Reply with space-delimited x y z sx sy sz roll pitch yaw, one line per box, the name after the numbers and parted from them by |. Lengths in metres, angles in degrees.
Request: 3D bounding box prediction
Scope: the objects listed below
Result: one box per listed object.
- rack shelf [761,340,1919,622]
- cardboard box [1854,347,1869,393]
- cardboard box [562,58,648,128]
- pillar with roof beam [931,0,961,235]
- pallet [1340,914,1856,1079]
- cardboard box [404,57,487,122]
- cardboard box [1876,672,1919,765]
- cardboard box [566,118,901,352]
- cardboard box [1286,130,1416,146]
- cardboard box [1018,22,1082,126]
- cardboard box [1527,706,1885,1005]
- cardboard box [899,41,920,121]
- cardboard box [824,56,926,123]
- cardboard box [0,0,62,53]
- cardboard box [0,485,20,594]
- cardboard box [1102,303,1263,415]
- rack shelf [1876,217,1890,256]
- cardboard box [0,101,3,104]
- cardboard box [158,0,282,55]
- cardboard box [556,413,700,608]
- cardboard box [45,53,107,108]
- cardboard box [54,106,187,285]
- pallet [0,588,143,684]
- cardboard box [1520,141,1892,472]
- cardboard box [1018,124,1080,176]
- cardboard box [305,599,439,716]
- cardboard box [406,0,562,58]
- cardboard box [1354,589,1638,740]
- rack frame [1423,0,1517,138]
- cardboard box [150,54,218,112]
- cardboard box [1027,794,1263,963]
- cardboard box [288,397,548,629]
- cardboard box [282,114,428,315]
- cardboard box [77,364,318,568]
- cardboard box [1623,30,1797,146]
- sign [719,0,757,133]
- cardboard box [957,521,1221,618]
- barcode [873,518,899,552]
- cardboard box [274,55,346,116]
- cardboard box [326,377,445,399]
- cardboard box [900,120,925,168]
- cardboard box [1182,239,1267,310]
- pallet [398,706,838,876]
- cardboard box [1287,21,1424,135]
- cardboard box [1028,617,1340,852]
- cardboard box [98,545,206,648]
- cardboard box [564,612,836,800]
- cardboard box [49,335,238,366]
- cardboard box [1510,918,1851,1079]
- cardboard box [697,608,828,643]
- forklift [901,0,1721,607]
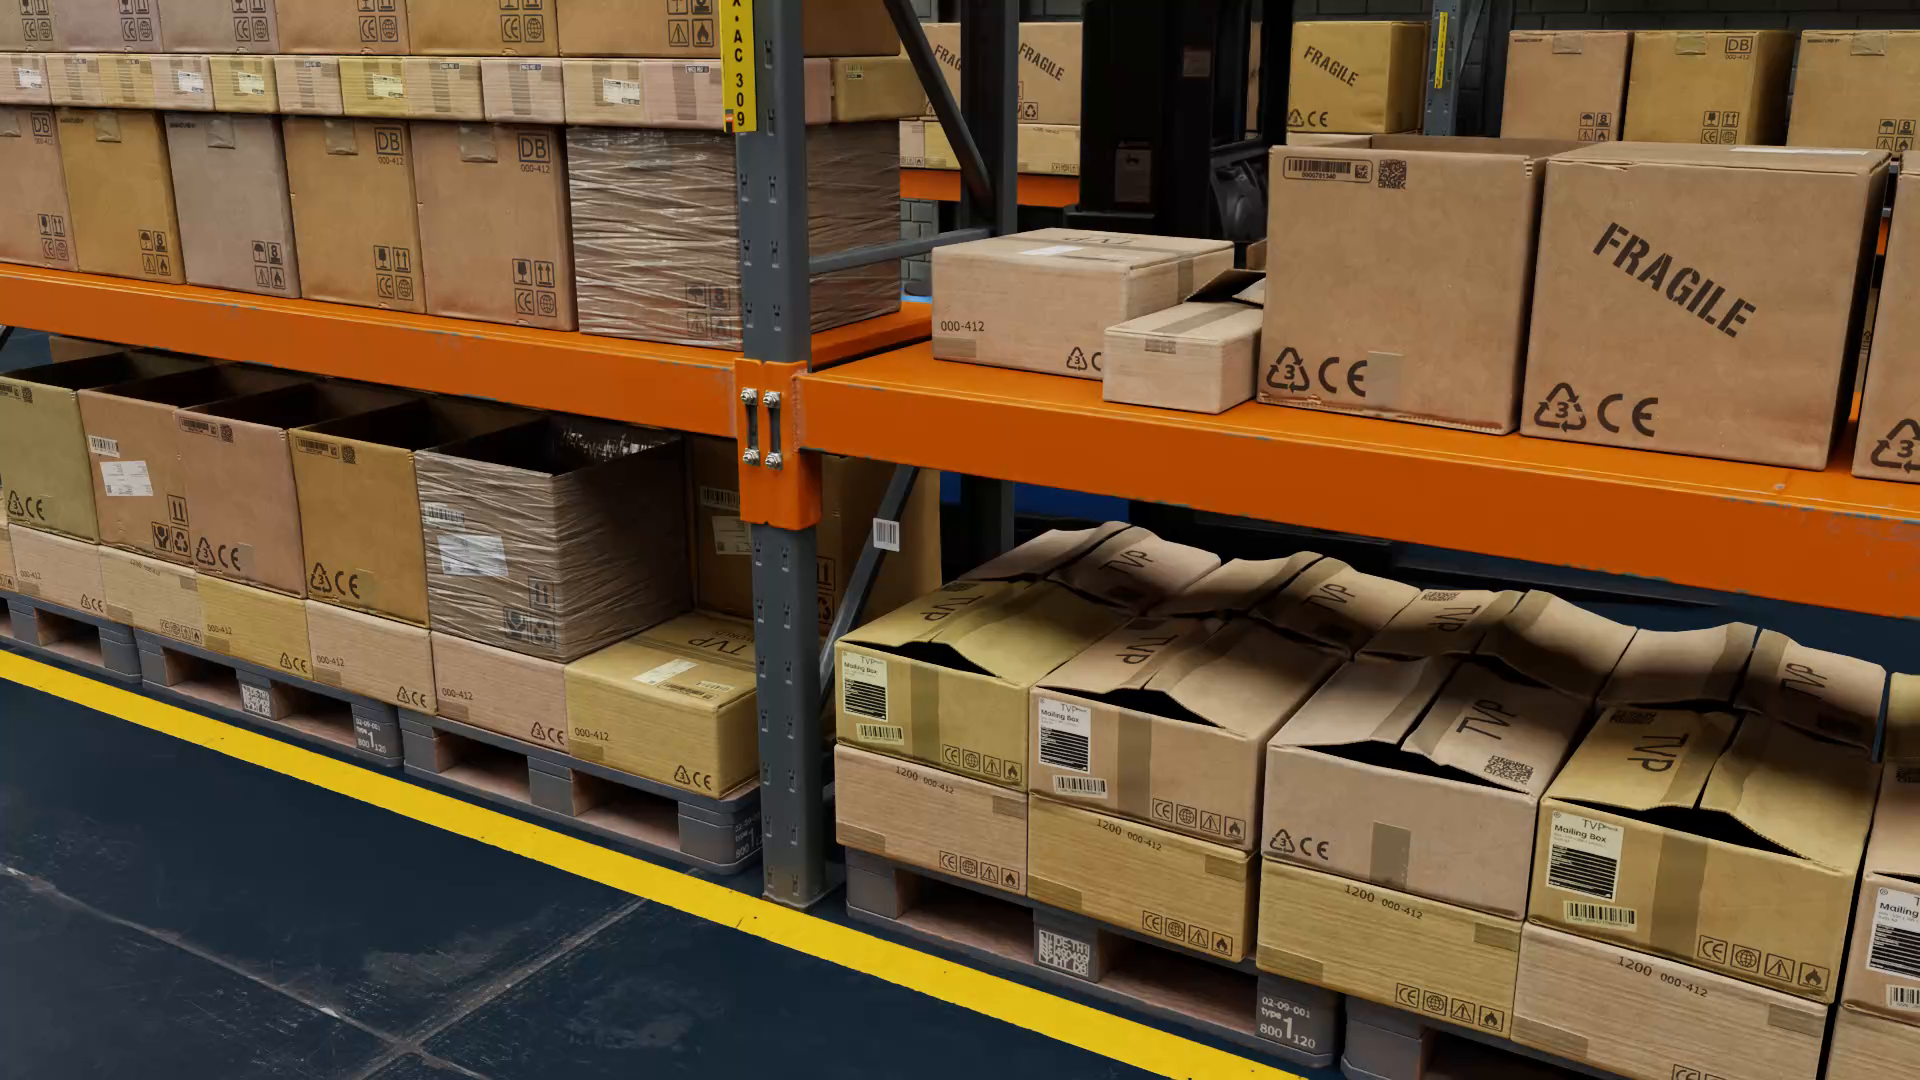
1.543 -0.031 3.061 4.000 0.370 1.077 10 20 30 | rack shelf
3.944 -0.660 7.437 0.500 0.500 0.700 10 20 31 | cardboard box
-0.715 -1.064 3.936 0.250 0.149 0.380 10 19 29 | cardboard box
-2.185 -4.428 5.975 0.400 9.000 9.100 10 20 30 | pillar with roof beam
1.530 0.942 3.416 1.213 0.211 1.003 10 20 30 | pallet
-1.164 -1.143 4.196 0.250 0.149 0.380 10 20 30 | cardboard box
2.069 0.467 3.228 0.500 0.311 0.500 10 19 29 | cardboard box
-0.543 -0.794 4.161 0.500 0.500 0.700 10 19 29 | cardboard box
1.866 -1.842 8.008 0.500 0.250 0.500 10 20 30 | cardboard box
0.568 -2.432 8.660 0.500 0.500 0.500 11 20 32 | cardboard box
1.371 0.525 3.037 0.500 0.311 0.500 11 20 32 | cardboard box
-0.315 -2.588 9.172 0.500 0.500 0.500 10 20 30 | cardboard box
-0.289 -1.127 4.142 0.250 0.149 0.380 10 20 30 | cardboard box
-2.683 -1.796 5.229 0.500 0.500 0.700 10 19 29 | cardboard box
-3.229 -0.037 5.850 0.500 0.250 0.500 10 20 30 | cardboard box
0.487 -0.374 3.384 0.250 0.149 0.380 10 20 30 | cardboard box
4.132 -1.259 7.102 4.000 0.370 1.077 10 20 30 | rack shelf
-2.910 -1.456 5.224 0.250 0.149 0.380 10 20 30 | cardboard box
-1.826 -1.643 4.726 0.500 0.500 0.700 10 20 30 | cardboard box
-0.823 -0.146 4.919 0.500 0.500 0.500 10 20 30 | cardboard box
-2.468 -1.377 4.965 0.250 0.149 0.380 9 19 28 | cardboard box
-2.309 -1.106 5.190 0.500 0.500 0.700 10 20 30 | cardboard box
-2.896 0.152 6.018 1.213 0.211 1.003 10 20 30 | pallet
1.360 -0.450 3.031 0.500 0.500 0.500 10 20 30 | cardboard box
0.579 -2.069 8.754 0.500 0.250 0.500 10 20 31 | cardboard box
-1.526 0.268 4.848 0.500 0.250 0.500 10 20 30 | cardboard box
-0.974 -1.491 4.224 0.500 0.500 0.700 10 20 30 | cardboard box
1.204 0.311 3.739 0.500 0.311 0.500 10 20 30 | cardboard box
2.428 -1.907 7.999 0.127 3.000 1.000 10 20 30 | rack frame
-2.039 -1.299 4.710 0.250 0.149 0.380 10 20 31 | cardboard box
0.487 0.636 3.636 0.500 0.250 0.500 11 20 31 | cardboard box
-1.519 -0.094 4.749 0.500 0.500 0.500 10 20 30 | cardboard box
-1.421 -0.949 4.674 0.500 0.500 0.700 10 20 31 | cardboard box
-2.370 -0.247 5.252 0.500 0.500 0.500 10 20 30 | cardboard box
3.316 -1.993 7.352 0.500 0.500 0.700 13 21 36 | cardboard box
-0.451 -0.994 3.368 0.005 0.325 0.100 10 20 30 | sign
0.334 0.157 4.246 0.500 0.311 0.500 10 20 30 | cardboard box
-0.162 -0.012 3.651 0.075 0.075 0.001 10 20 30 | barcode
-1.587 -1.220 4.448 0.250 0.149 0.380 11 20 32 | cardboard box
-1.672 -0.300 5.425 0.500 0.500 0.500 10 20 30 | cardboard box
-0.281 -2.225 9.269 0.500 0.250 0.500 9 19 28 | cardboard box
0.684 -0.527 3.687 0.258 0.266 0.396 10 19 29 | cardboard box
-0.817 0.523 4.796 1.213 0.211 1.003 10 20 30 | pallet
1.863 -2.199 7.894 0.500 0.500 0.500 10 20 30 | cardboard box
0.484 0.369 3.550 0.500 0.311 0.500 10 19 29 | cardboard box
-2.376 0.114 5.352 0.500 0.250 0.500 10 20 30 | cardboard box
-0.671 0.418 4.351 0.500 0.250 0.500 10 20 30 | cardboard box
-2.957 -0.524 6.165 0.500 0.500 0.500 10 20 30 | cardboard box
1.363 0.791 3.123 0.500 0.250 0.500 11 20 31 | cardboard box
-0.398 0.289 4.776 0.500 0.250 0.500 10 20 30 | cardboard box
1.228 -1.244 5.932 3.031 2.935 1.130 7 18 23 | forklift
